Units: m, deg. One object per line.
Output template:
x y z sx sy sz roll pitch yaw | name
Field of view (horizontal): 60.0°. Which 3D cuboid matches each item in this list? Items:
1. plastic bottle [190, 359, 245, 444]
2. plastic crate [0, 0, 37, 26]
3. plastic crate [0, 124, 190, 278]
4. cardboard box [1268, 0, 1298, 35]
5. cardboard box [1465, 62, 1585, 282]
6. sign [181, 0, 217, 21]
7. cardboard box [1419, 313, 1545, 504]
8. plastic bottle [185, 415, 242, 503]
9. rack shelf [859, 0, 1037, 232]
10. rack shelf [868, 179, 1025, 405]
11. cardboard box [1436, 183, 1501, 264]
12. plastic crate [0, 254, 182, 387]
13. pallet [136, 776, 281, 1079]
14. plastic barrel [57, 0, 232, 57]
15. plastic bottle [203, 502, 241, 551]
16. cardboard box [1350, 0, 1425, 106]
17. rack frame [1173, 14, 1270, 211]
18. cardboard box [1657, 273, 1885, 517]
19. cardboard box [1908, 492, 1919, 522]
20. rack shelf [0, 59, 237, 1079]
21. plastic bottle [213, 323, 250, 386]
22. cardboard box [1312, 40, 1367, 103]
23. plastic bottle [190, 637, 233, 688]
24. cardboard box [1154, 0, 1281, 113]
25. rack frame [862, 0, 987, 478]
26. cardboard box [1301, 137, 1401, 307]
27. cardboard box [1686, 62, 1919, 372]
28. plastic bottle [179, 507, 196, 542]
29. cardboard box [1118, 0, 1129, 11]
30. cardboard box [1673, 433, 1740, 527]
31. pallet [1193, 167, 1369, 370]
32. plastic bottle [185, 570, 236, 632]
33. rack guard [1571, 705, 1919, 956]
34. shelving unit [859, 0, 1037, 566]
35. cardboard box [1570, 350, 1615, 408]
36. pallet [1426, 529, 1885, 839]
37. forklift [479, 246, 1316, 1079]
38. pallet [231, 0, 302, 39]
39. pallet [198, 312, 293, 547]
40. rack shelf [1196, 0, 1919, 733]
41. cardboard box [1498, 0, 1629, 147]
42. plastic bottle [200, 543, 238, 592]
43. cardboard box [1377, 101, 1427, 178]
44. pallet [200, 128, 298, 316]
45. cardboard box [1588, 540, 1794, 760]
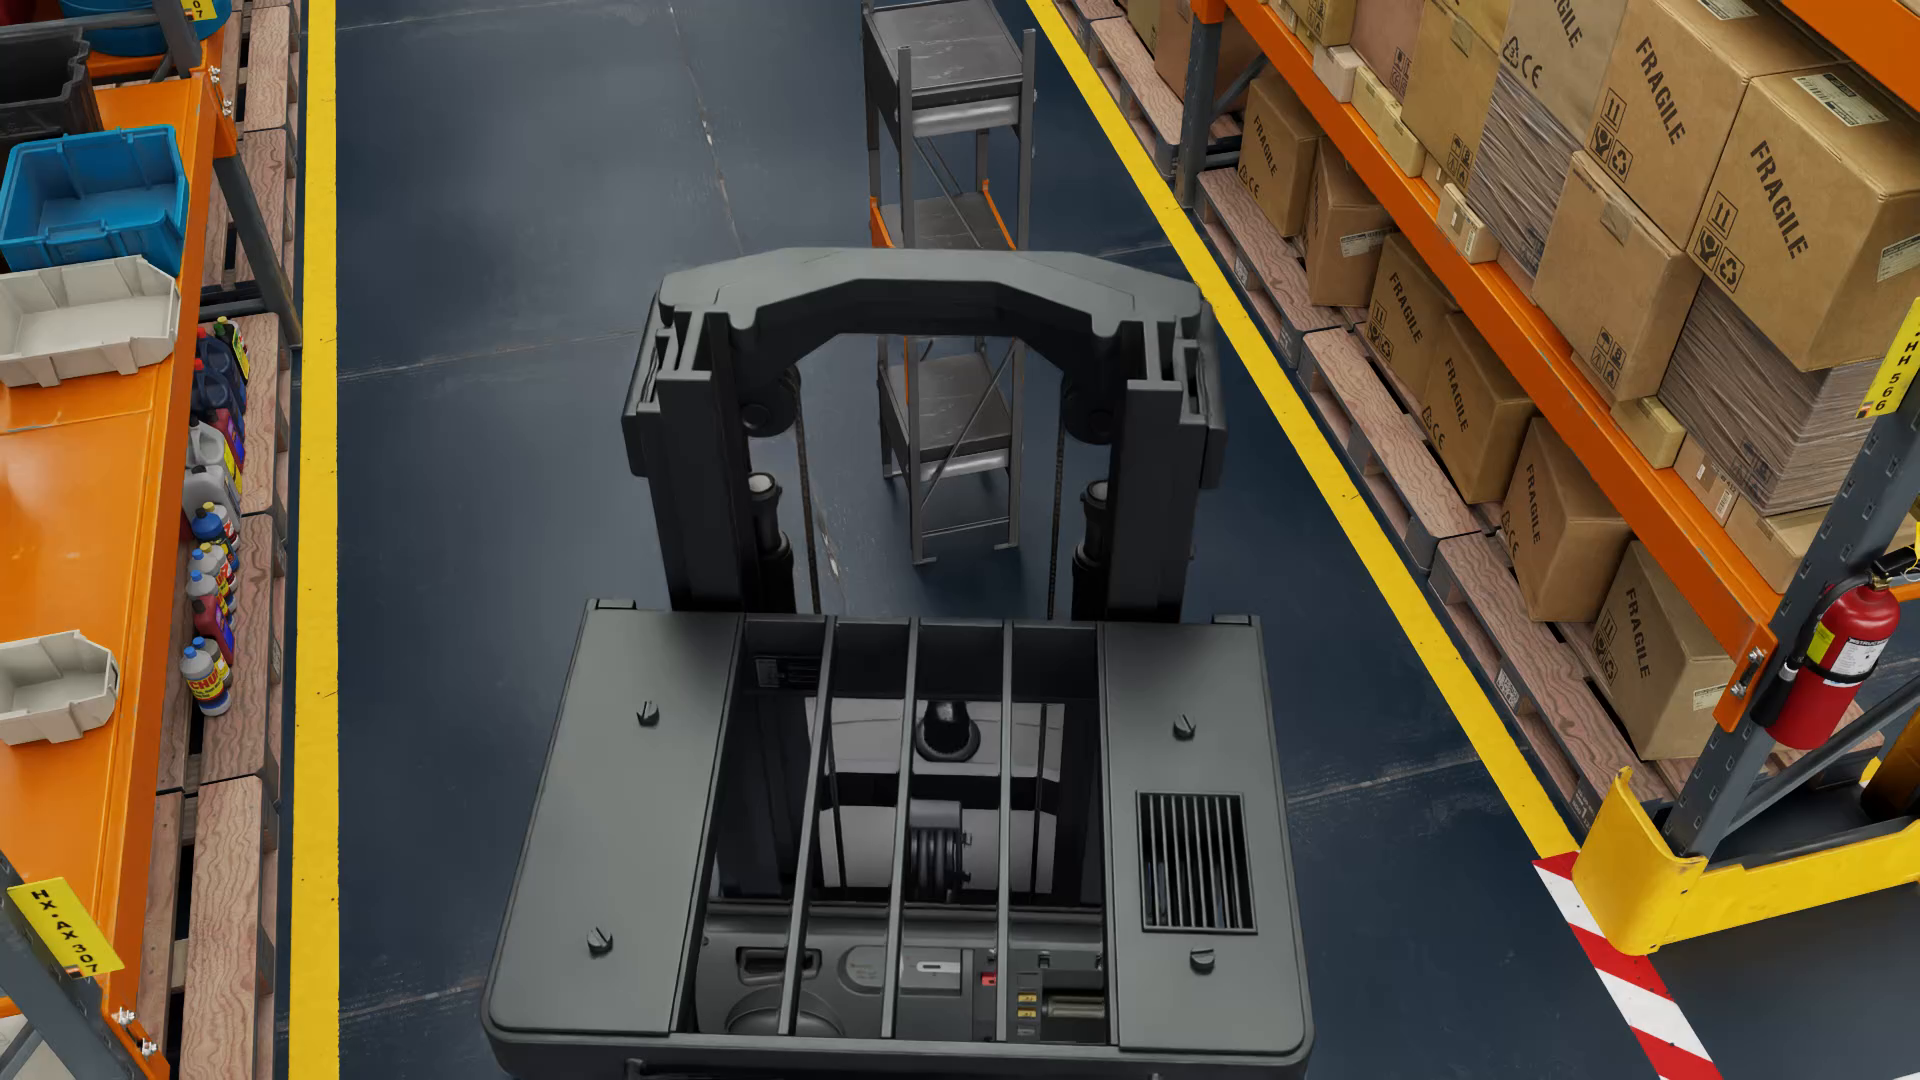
-2.790 -0.515 6.202 0.144 0.351 0.185 -13 47 -12 | plastic bottle
-3.703 -2.114 6.177 0.402 0.464 0.583 -11 47 -10 | plastic crate
-2.737 -1.047 5.280 0.499 0.251 0.616 -11 47 -10 | plastic crate
1.411 -2.085 6.369 0.380 0.149 0.250 -11 47 -10 | cardboard box
2.085 -1.157 5.006 0.875 0.500 0.500 -11 47 -10 | cardboard box
-2.748 -2.003 5.919 0.100 0.325 0.005 -11 47 -10 | sign
2.057 -0.505 6.101 0.500 0.500 0.500 -7 46 -7 | cardboard box
-2.708 -0.292 5.983 0.144 0.351 0.185 -11 47 -11 | plastic bottle
-0.042 -1.330 5.122 0.431 0.518 0.480 -11 47 -10 | rack shelf
-0.042 -0.840 5.622 0.431 0.518 0.480 -11 47 -10 | rack shelf
1.771 -1.045 5.349 0.380 0.149 0.250 -11 47 -10 | cardboard box
-2.622 -0.646 4.968 0.530 0.136 0.437 -11 47 -10 | plastic crate
-2.527 1.319 4.810 1.003 0.211 1.213 -11 47 -10 | pallet
-3.089 -2.311 6.063 0.600 0.901 0.708 -11 47 -10 | plastic barrel
-2.613 -0.051 5.851 0.097 0.201 0.097 0 46 0 | plastic bottle
1.880 -1.857 5.692 0.875 0.500 0.500 -11 47 -10 | cardboard box
1.505 -2.719 6.814 1.000 3.000 0.127 -11 47 -10 | rack frame
2.415 -0.481 4.343 0.875 0.500 0.500 -11 47 -10 | cardboard box
2.686 -0.109 4.433 0.380 0.149 0.250 -11 47 -10 | cardboard box
-2.771 -0.180 4.830 1.077 0.370 4.000 -11 47 -10 | rack shelf
-2.841 -0.744 6.473 0.061 0.283 0.133 -9 46 -8 | plastic bottle
1.509 -1.734 6.025 0.380 0.149 0.250 -11 47 -10 | cardboard box
-2.448 0.394 5.415 0.097 0.201 0.097 0 46 0 | plastic bottle
1.369 -2.426 7.969 0.700 0.500 0.500 -14 47 -13 | cardboard box
-0.105 -1.018 5.777 0.400 2.100 0.015 -11 47 -10 | rack frame
1.723 -1.313 6.893 0.500 0.500 0.500 3 46 2 | cardboard box
2.149 -0.781 3.936 0.500 0.500 0.500 -11 47 -10 | cardboard box
-2.773 -0.136 5.877 0.061 0.283 0.133 -11 47 -10 | plastic bottle
1.121 -3.145 8.674 0.700 0.500 0.500 -14 47 -14 | cardboard box
2.193 -0.201 4.523 0.380 0.149 0.250 -11 47 -10 | cardboard box
1.711 -1.285 7.362 1.003 0.211 1.213 -11 47 -10 | pallet
-2.510 0.204 5.552 0.097 0.271 0.097 0 46 0 | plastic bottle
2.510 0.865 5.052 1.175 0.500 0.348 -11 47 -10 | rack guard
-0.042 -0.849 5.612 0.431 2.100 0.503 -11 47 -10 | shelving unit
2.030 -0.539 4.854 0.380 0.149 0.250 -11 47 -10 | cardboard box
2.336 0.399 5.711 1.003 0.211 1.213 -11 47 -10 | pallet
-0.070 1.043 3.176 1.130 2.935 3.031 1 46 1 | forklift
-4.146 -3.057 9.098 1.003 0.211 1.213 -11 47 -10 | pallet
-3.151 -0.366 6.461 1.003 0.211 1.213 -11 47 -10 | pallet
2.017 -1.086 5.718 1.077 0.370 4.000 -11 47 -10 | rack shelf
1.890 -1.470 4.613 0.500 0.500 0.500 -11 47 -10 | cardboard box
-2.561 0.091 5.712 0.097 0.201 0.097 0 46 0 | plastic bottle
1.666 -1.394 5.692 0.380 0.149 0.250 -11 47 -10 | cardboard box
-3.521 -1.372 7.447 1.003 0.211 1.213 -11 47 -10 | pallet
2.385 0.337 5.276 0.500 0.500 0.500 -3 46 -3 | cardboard box
